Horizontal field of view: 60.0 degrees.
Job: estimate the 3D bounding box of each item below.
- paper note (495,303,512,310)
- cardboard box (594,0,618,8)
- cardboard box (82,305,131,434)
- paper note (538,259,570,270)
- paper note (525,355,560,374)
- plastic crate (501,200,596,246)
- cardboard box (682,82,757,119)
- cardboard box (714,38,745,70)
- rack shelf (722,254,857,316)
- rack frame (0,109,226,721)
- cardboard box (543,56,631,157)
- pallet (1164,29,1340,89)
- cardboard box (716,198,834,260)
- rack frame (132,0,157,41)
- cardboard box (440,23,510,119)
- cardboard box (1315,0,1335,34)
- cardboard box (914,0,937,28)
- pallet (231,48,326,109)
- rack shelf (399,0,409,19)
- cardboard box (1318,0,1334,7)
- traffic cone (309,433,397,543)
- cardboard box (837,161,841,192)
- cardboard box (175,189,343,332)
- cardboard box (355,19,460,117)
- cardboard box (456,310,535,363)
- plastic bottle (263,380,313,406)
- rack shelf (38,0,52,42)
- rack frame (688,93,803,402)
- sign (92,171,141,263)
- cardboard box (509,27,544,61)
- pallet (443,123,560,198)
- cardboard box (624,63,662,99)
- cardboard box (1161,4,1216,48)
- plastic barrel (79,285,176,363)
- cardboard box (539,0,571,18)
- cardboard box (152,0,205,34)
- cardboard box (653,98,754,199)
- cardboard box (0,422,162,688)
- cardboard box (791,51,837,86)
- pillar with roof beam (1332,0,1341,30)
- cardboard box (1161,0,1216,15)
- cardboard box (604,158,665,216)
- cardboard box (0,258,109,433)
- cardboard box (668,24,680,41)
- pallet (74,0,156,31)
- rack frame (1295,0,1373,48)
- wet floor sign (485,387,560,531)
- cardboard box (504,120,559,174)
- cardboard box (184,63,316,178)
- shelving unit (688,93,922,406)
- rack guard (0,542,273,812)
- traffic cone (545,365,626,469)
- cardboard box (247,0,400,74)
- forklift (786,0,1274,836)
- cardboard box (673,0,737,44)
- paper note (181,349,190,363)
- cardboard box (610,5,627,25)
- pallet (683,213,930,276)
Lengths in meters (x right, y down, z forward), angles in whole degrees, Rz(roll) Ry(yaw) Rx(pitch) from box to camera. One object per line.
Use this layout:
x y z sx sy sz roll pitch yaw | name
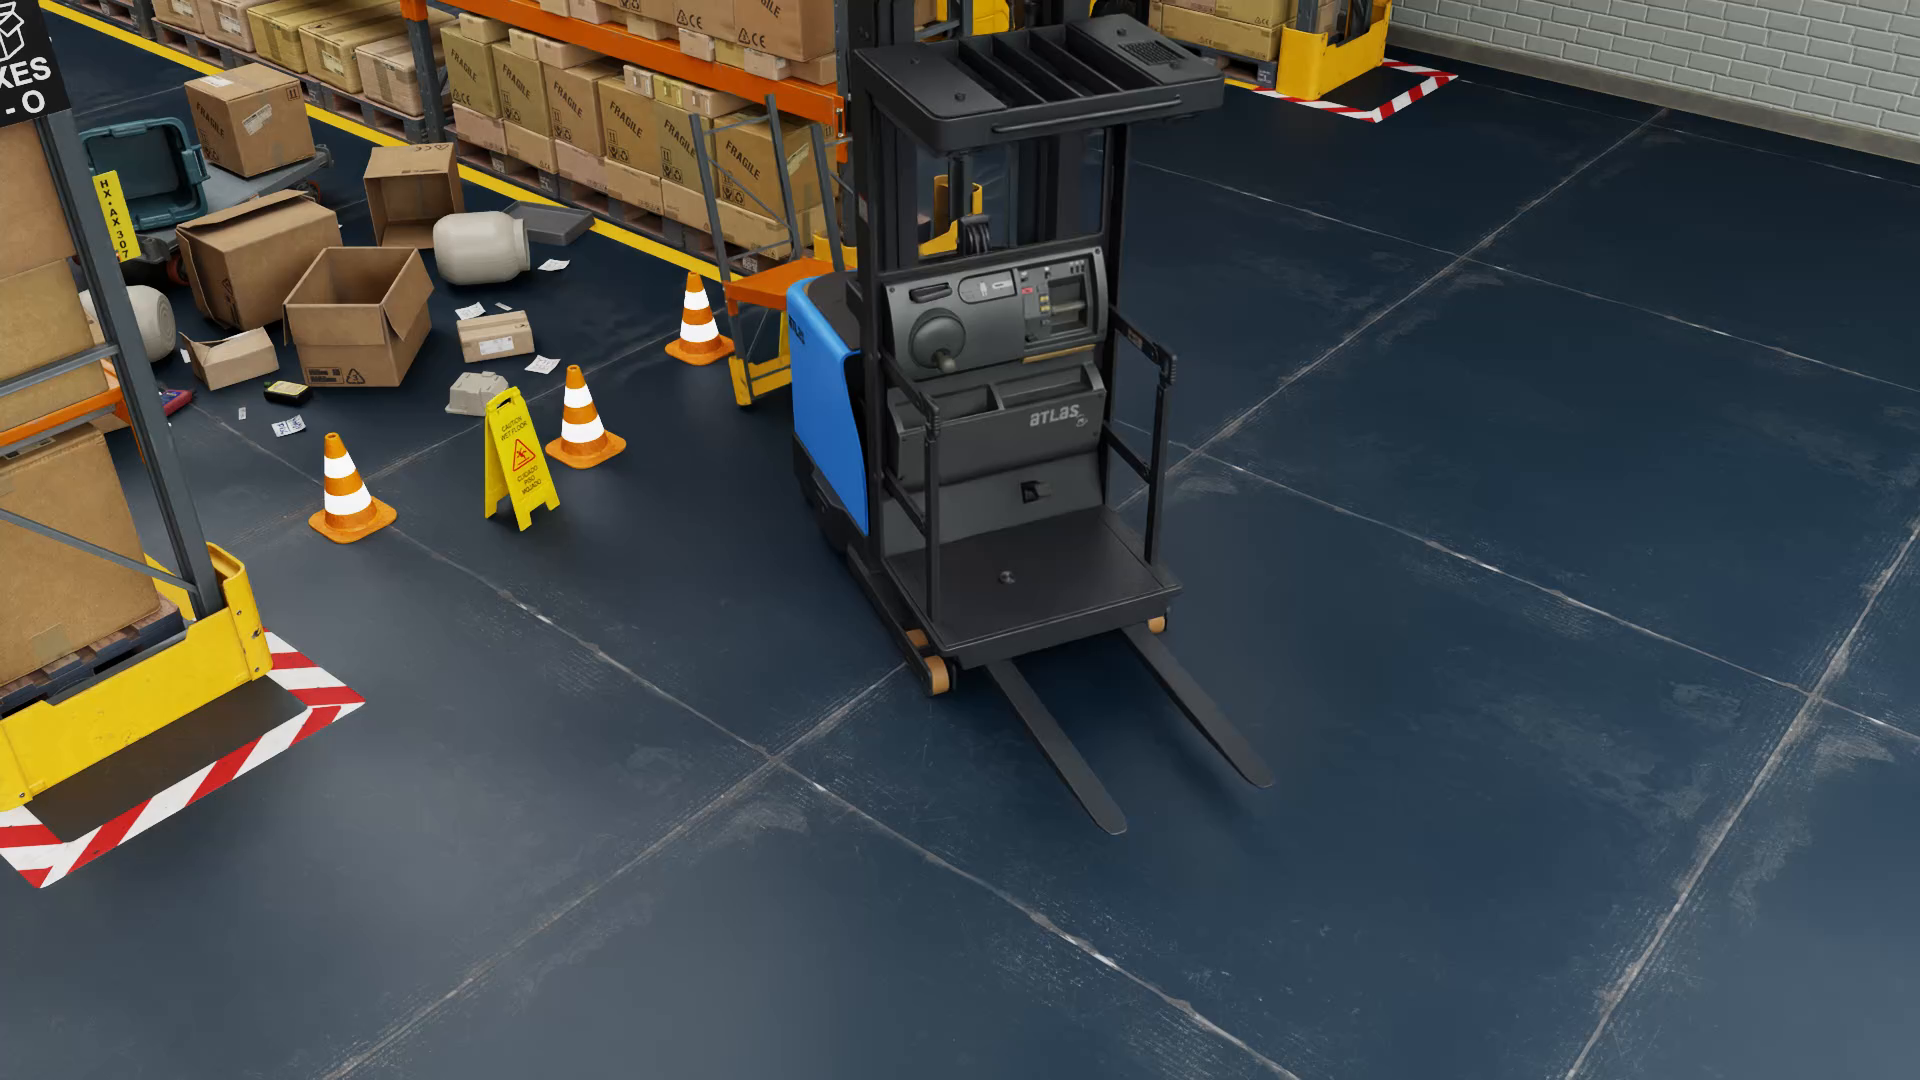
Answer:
-2.672 -1.366 9.730 0.123 0.001 0.032 25 42 32 | paper note
-2.025 -3.512 9.863 0.500 0.500 0.500 26 42 32 | cardboard box
-4.604 -0.827 8.511 0.500 0.500 0.500 -26 42 -32 | cardboard box
-2.485 -1.688 10.181 0.148 0.019 0.142 12 36 16 | paper note
-2.290 -0.966 9.130 0.142 0.019 0.148 12 36 16 | paper note
-2.683 -2.034 10.640 0.583 0.080 0.402 12 36 16 | plastic crate
-1.398 -2.610 9.724 0.250 0.149 0.380 27 43 33 | cardboard box
-1.164 -2.798 9.397 0.250 0.149 0.380 24 41 31 | cardboard box
-0.682 -1.213 8.290 0.538 0.185 1.000 -26 29 -34 | rack shelf
-3.380 -0.523 5.863 0.127 3.000 1.000 25 42 32 | rack frame
-2.267 -2.803 10.577 0.500 0.500 0.500 28 43 34 | cardboard box
2.268 -3.984 13.364 1.213 0.211 1.003 25 42 32 | pallet
-1.102 -1.938 9.980 0.500 0.250 0.500 25 42 32 | cardboard box
-6.439 -5.611 13.271 0.127 3.000 1.000 25 42 32 | rack frame
-3.084 -3.180 11.126 0.500 0.500 0.500 27 43 34 | cardboard box
2.630 -4.177 13.241 0.500 0.250 0.500 25 42 32 | cardboard box
-0.477 -3.170 9.365 0.500 0.500 0.500 25 41 31 | cardboard box
-4.906 -3.736 13.004 1.213 0.211 1.003 25 42 32 | pallet
-4.901 -4.590 12.420 4.000 0.370 1.077 25 42 32 | rack shelf
2.654 -4.381 13.096 0.500 0.250 0.500 26 42 33 | cardboard box
-2.879 -0.288 7.760 0.334 0.463 0.336 25 42 32 | traffic cone
-0.752 -2.483 10.112 0.500 0.500 0.500 24 41 30 | cardboard box
-3.984 -1.610 9.531 0.503 0.637 0.797 25 42 32 | cardboard box
-3.769 -3.441 12.061 0.625 0.372 0.950 26 42 32 | cardboard box
-2.590 -1.134 9.270 0.380 0.149 0.250 -12 36 -17 | cardboard box
-3.598 -0.786 8.841 0.283 0.061 0.133 12 36 16 | plastic bottle
-4.917 -2.188 6.272 4.000 0.370 1.077 25 42 32 | rack shelf
-1.036 -1.493 8.585 0.500 1.500 0.032 -26 29 -34 | rack frame
-3.020 -1.152 5.943 0.005 0.325 0.100 25 42 32 | sign
-2.630 -3.191 10.569 0.250 0.149 0.380 27 43 33 | cardboard box
-2.826 -2.785 11.619 1.213 0.211 1.003 25 42 32 | pallet
-1.791 -2.799 9.998 0.250 0.149 0.380 27 43 34 | cardboard box
1.943 -4.131 13.174 0.500 0.250 0.500 25 42 32 | cardboard box
-4.601 -1.167 9.075 0.512 0.421 0.421 -6 35 -8 | plastic barrel
-2.350 -3.338 10.183 0.250 0.149 0.380 25 42 32 | cardboard box
-6.011 -4.492 13.592 0.625 0.372 0.950 22 40 29 | cardboard box
-1.476 -2.427 10.029 0.500 0.500 0.500 27 43 33 | cardboard box
-3.943 -0.038 6.661 0.875 0.875 0.875 26 42 32 | cardboard box
-0.715 -2.652 9.185 0.250 0.149 0.380 27 43 33 | cardboard box
0.170 -6.119 8.711 0.400 9.000 9.100 25 42 32 | pillar with roof beam
1.930 -4.347 13.046 0.500 0.250 0.500 25 42 31 | cardboard box
-1.882 -2.307 10.518 0.500 0.250 0.500 24 41 30 | cardboard box
-3.694 -0.700 5.987 0.550 0.550 0.875 25 42 32 | cardboard box
-1.488 -3.032 9.737 0.250 0.149 0.380 26 42 32 | cardboard box
-6.996 -4.780 14.524 1.213 0.211 1.003 25 42 32 | pallet
2.883 -4.875 12.198 0.127 3.000 1.000 25 42 32 | rack frame
-2.091 -0.404 7.768 0.232 0.644 0.267 18 38 24 | wet floor sign
-2.666 -2.682 11.064 0.500 0.250 0.500 28 43 34 | cardboard box
-4.480 -2.659 10.511 0.500 0.500 0.500 25 42 32 | cardboard box
-0.712 -1.378 8.223 0.587 1.500 1.083 -26 29 -34 | shelving unit
-3.361 0.516 6.557 0.348 0.500 1.175 25 42 32 | rack guard
-1.895 -0.656 8.297 0.334 0.463 0.336 25 42 32 | traffic cone
-4.859 -3.951 12.804 0.625 0.372 0.950 27 43 33 | cardboard box
0.241 -0.848 6.395 1.130 2.935 3.031 -14 37 -19 | forklift
-1.266 -3.138 9.318 0.500 0.500 0.500 25 42 32 | cardboard box
-4.239 -1.049 9.258 0.172 0.023 0.155 -18 38 -25 | paper note
-1.877 -3.215 10.003 0.250 0.149 0.380 25 42 32 | cardboard box
-0.950 -1.901 10.332 1.213 0.211 1.003 25 42 32 | pallet
